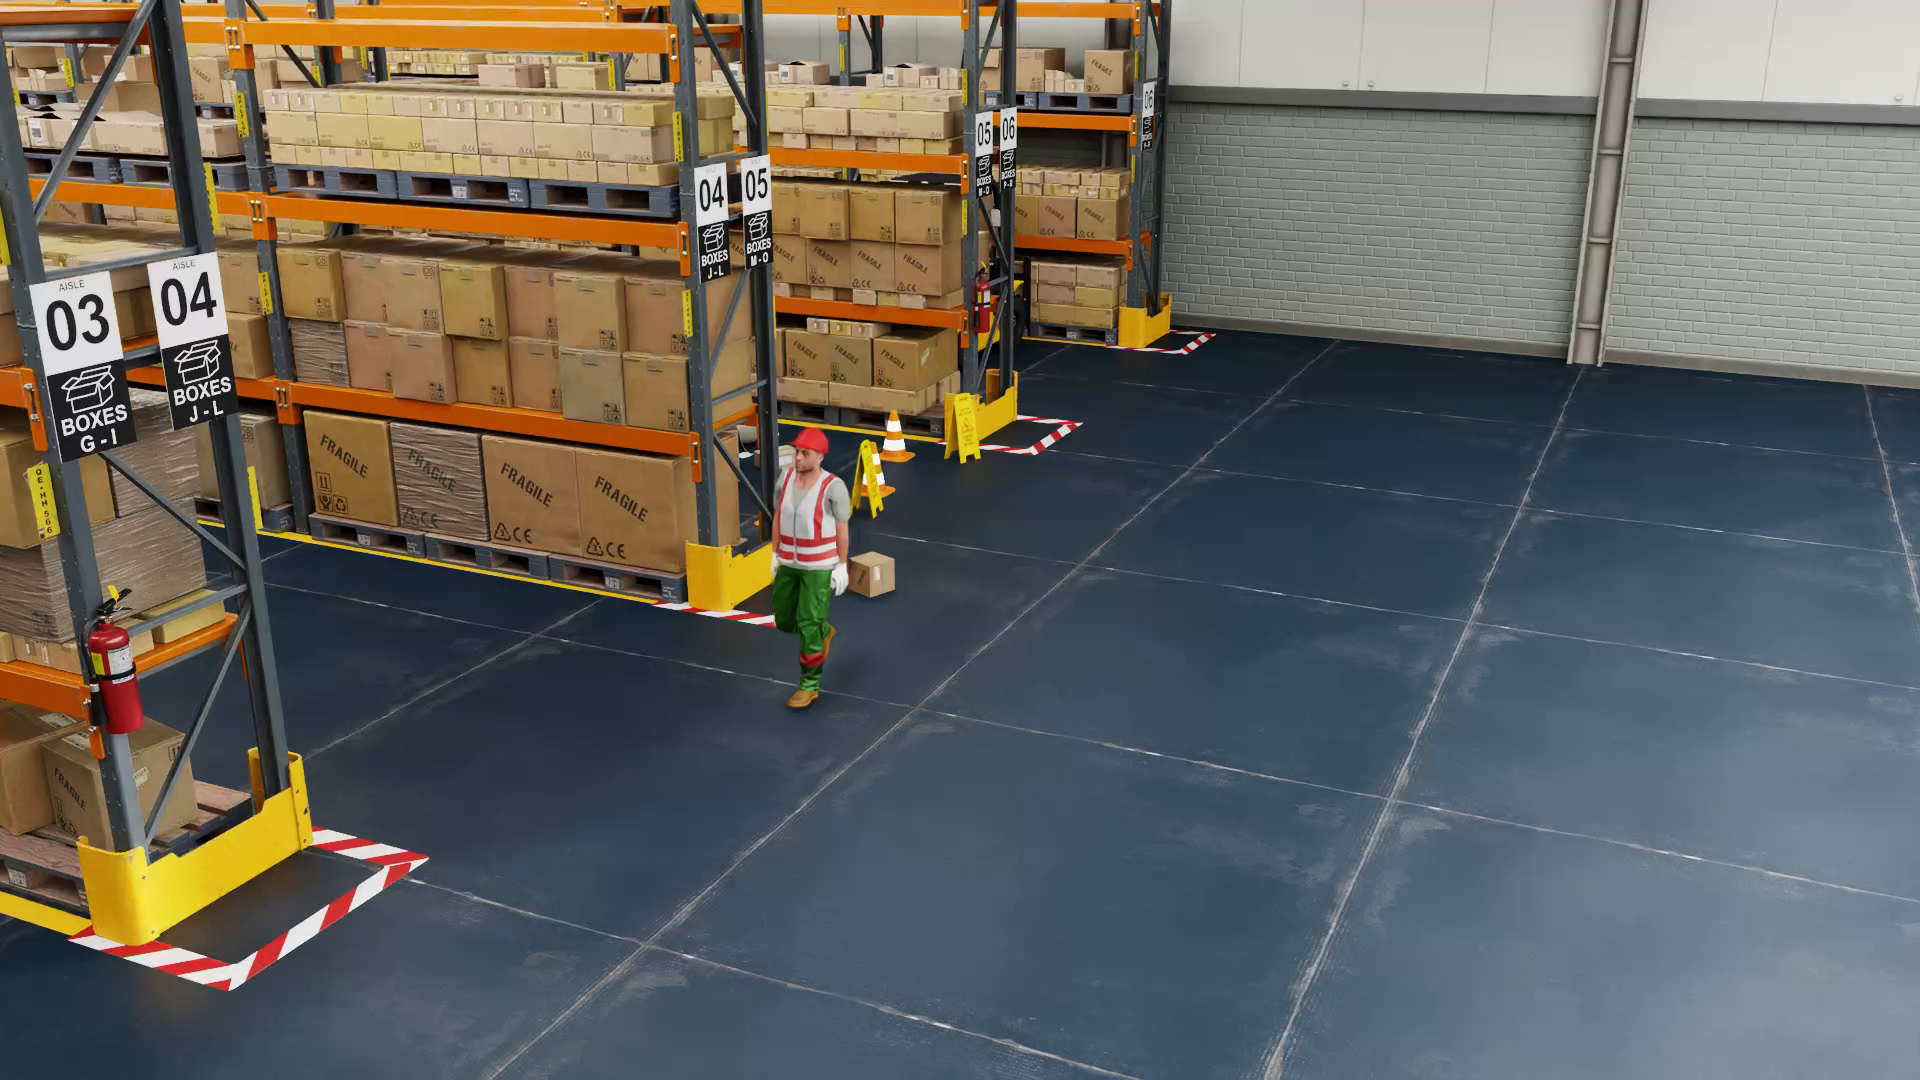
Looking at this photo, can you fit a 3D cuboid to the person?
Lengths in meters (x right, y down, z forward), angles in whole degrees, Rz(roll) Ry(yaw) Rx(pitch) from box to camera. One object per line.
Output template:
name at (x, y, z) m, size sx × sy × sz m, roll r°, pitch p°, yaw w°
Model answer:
person at (-0.949, 0.138, 10.582) m, size 0.537 × 1.771 × 0.745 m, roll 10°, pitch 21°, yaw 27°
